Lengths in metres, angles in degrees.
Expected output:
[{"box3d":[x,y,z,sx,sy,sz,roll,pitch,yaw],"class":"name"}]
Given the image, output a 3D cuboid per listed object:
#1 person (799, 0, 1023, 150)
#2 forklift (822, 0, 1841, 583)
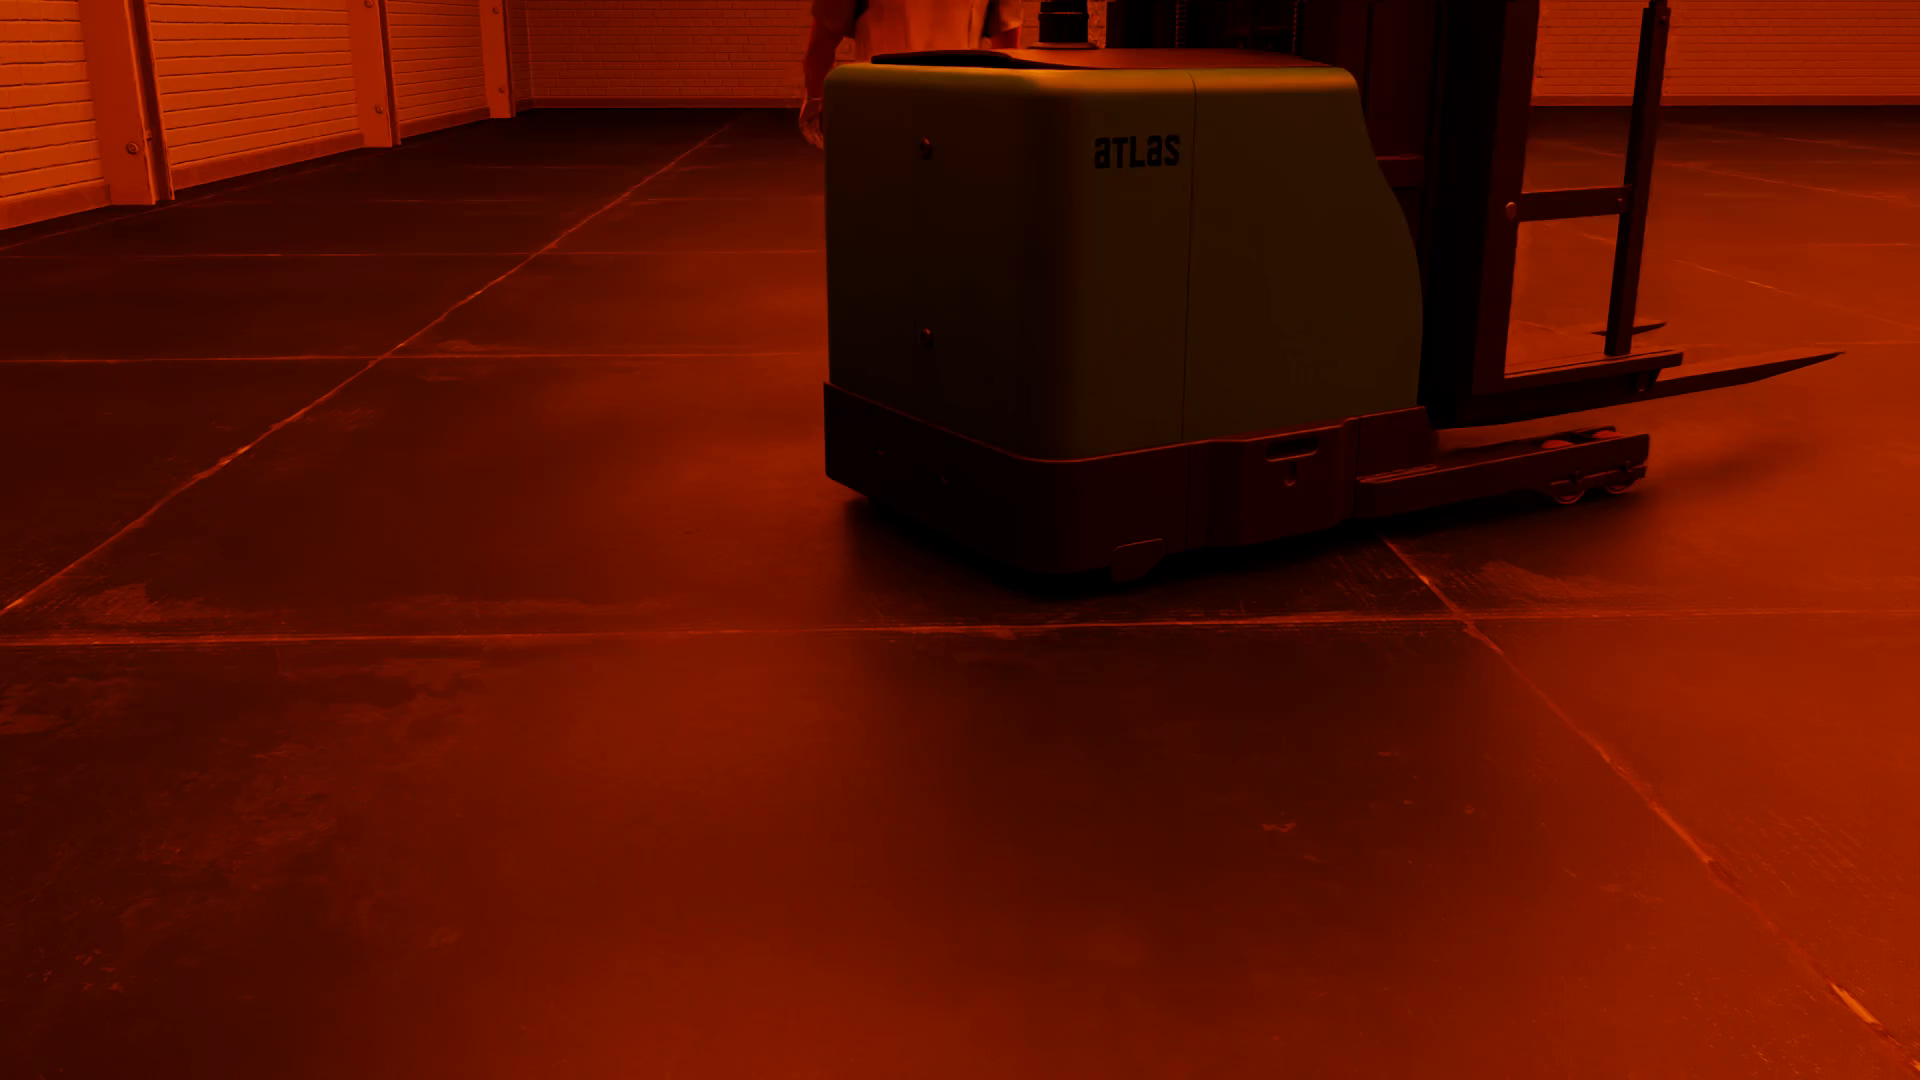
[{"box3d":[-0.105,-1.203,4.955,0.707,1.727,0.891,-11,20,-32],"class":"person"},{"box3d":[1.187,-1.611,4.174,3.031,2.935,1.130,-10,20,-30],"class":"forklift"}]
